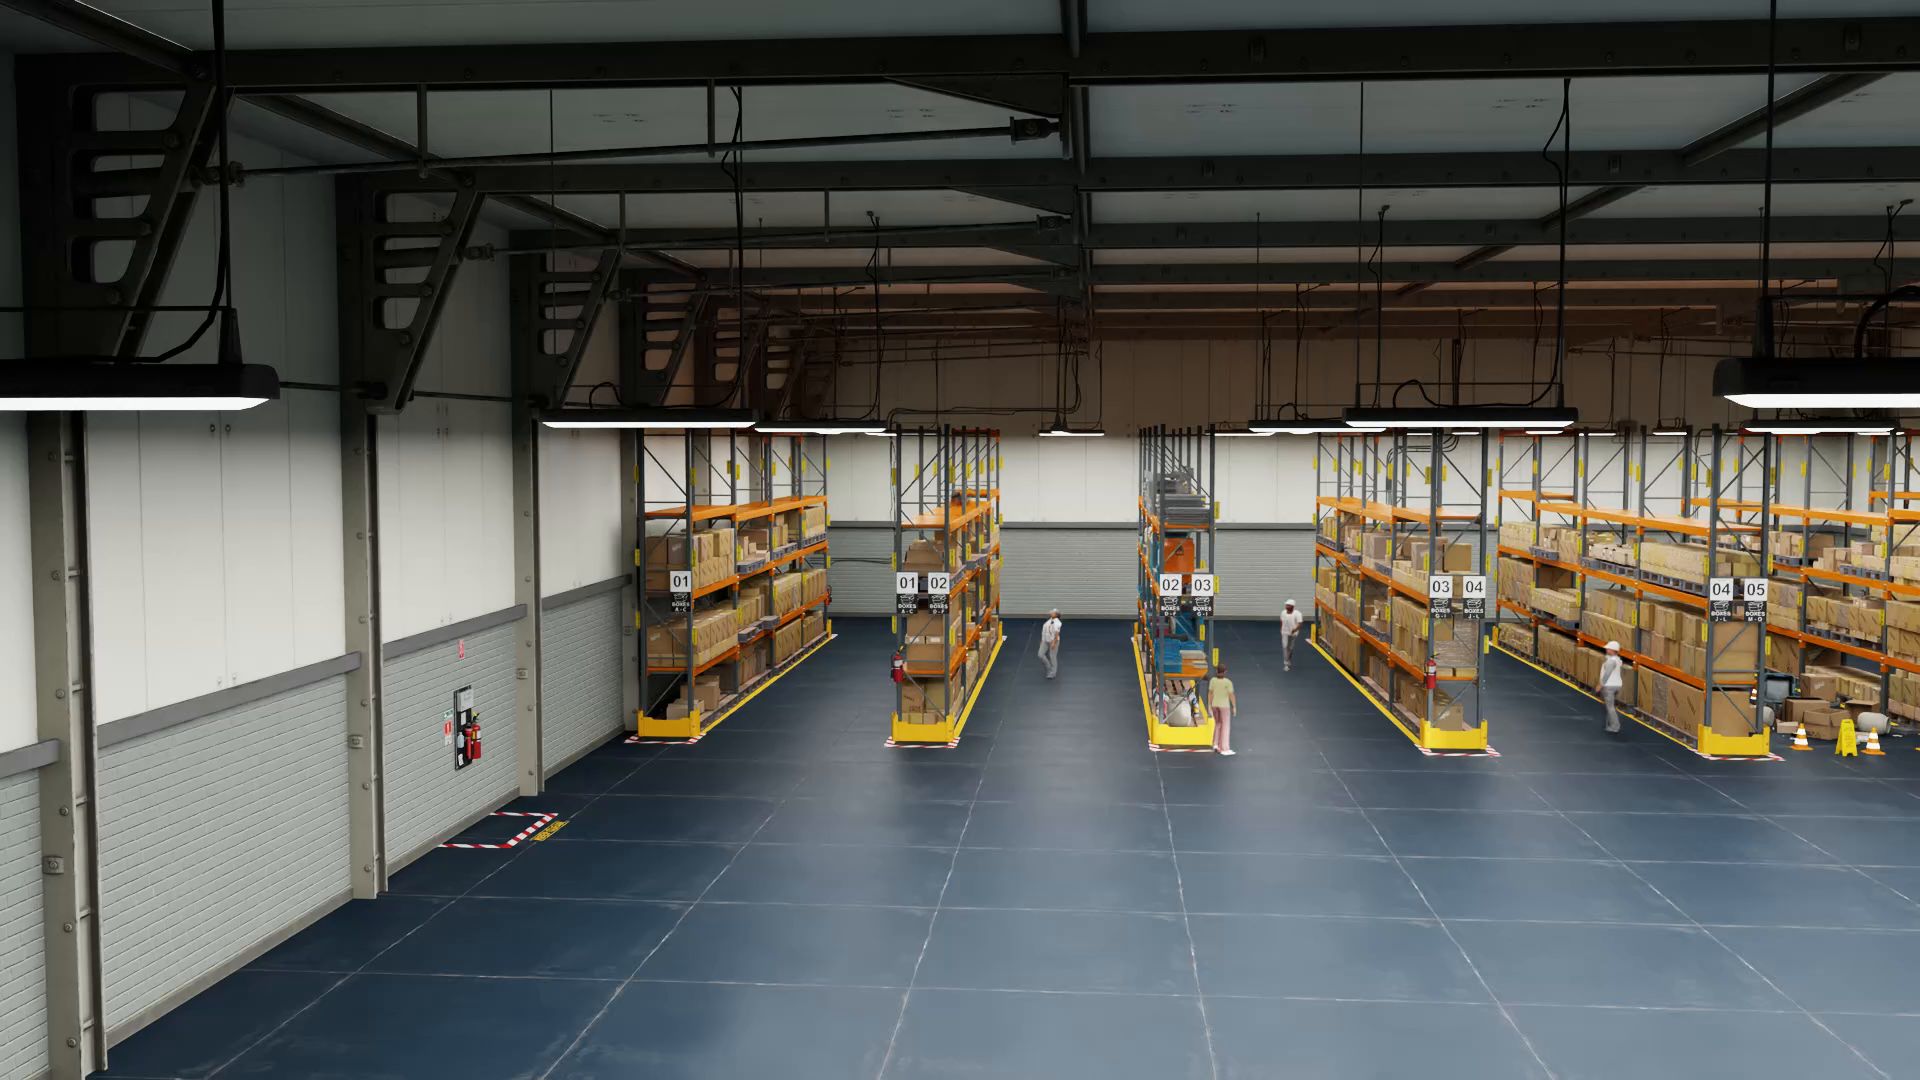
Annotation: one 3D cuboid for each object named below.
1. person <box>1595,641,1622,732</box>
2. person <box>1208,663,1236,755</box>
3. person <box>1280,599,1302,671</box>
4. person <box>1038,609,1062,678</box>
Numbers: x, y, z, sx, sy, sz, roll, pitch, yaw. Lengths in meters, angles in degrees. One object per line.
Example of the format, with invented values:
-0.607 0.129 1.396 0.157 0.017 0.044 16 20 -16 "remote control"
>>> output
12.687 2.888 32.441 0.576 1.843 0.550 -2 4 -30 "person"
4.761 3.065 30.108 0.474 1.704 0.418 3 5 44 "person"
8.259 2.346 41.459 0.505 1.746 1.003 0 3 5 "person"
2.165 2.472 39.941 0.527 1.641 0.490 3 5 43 "person"
